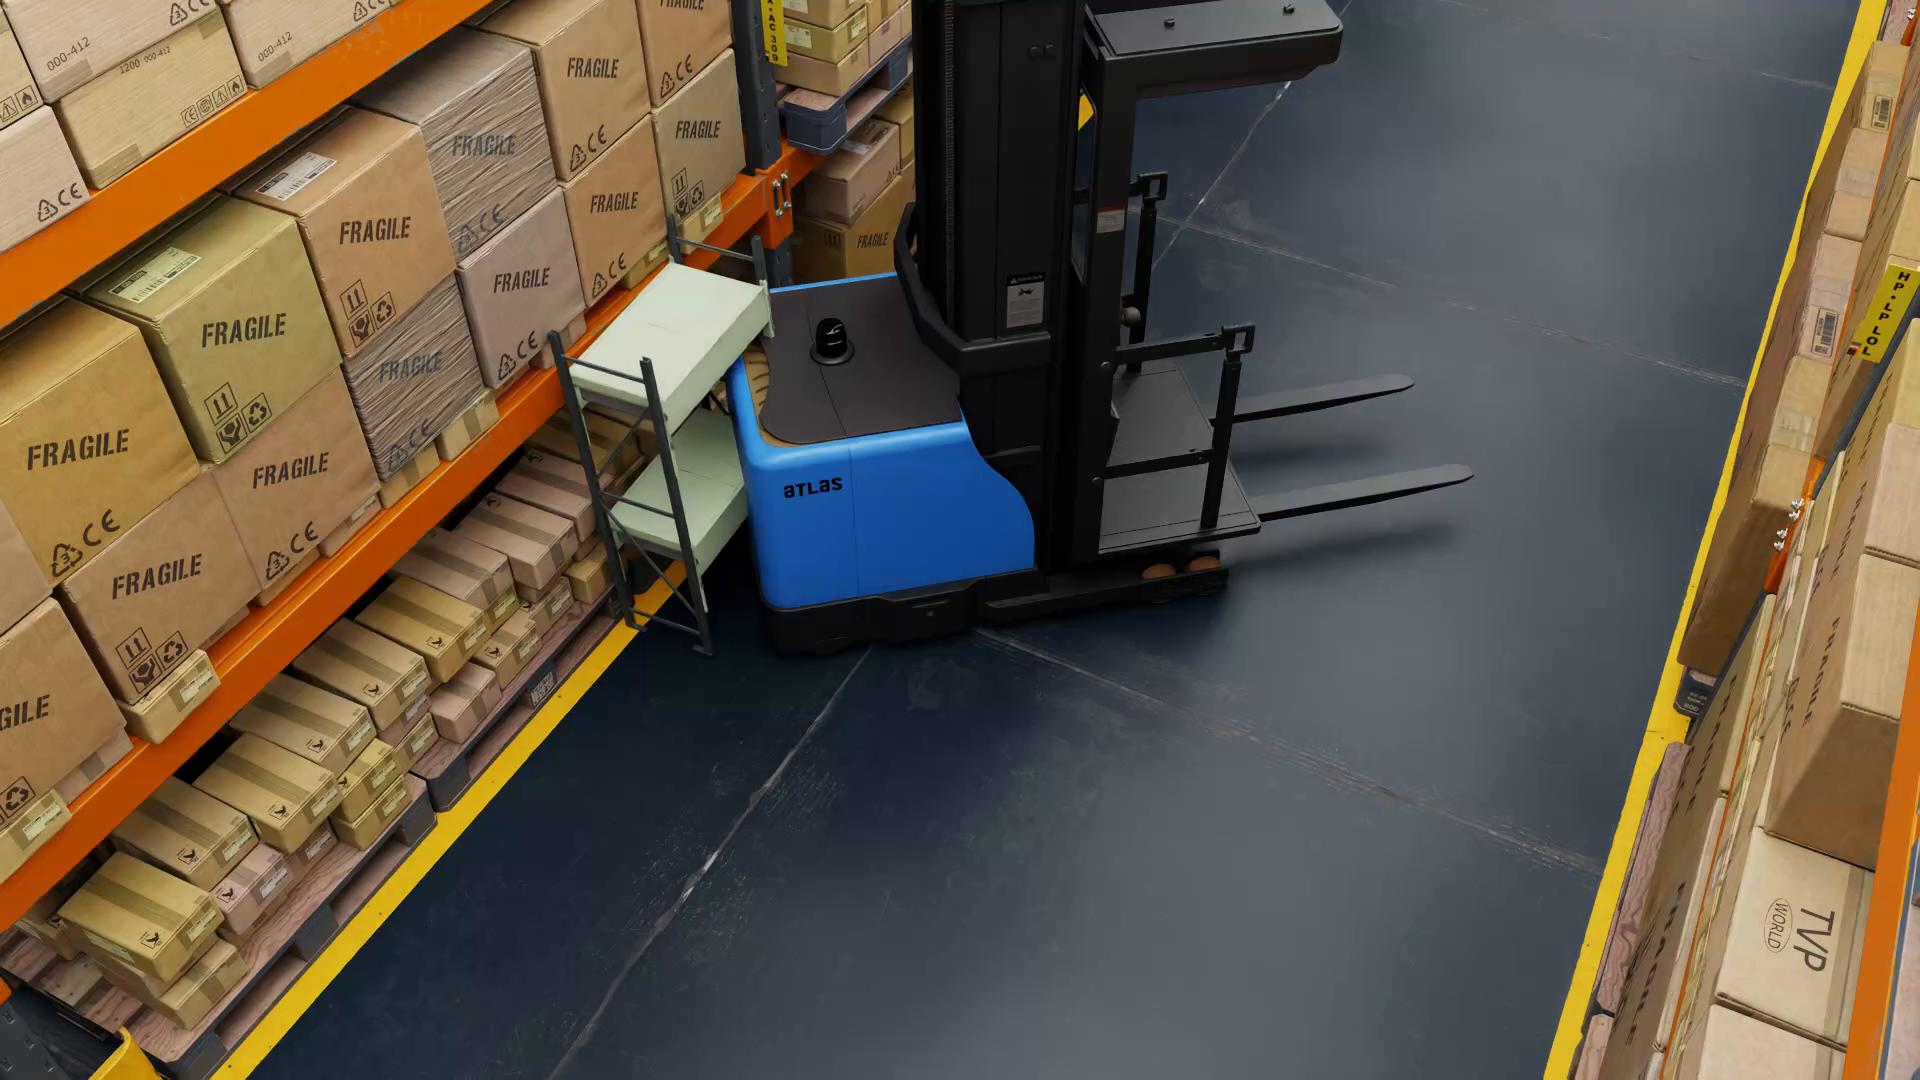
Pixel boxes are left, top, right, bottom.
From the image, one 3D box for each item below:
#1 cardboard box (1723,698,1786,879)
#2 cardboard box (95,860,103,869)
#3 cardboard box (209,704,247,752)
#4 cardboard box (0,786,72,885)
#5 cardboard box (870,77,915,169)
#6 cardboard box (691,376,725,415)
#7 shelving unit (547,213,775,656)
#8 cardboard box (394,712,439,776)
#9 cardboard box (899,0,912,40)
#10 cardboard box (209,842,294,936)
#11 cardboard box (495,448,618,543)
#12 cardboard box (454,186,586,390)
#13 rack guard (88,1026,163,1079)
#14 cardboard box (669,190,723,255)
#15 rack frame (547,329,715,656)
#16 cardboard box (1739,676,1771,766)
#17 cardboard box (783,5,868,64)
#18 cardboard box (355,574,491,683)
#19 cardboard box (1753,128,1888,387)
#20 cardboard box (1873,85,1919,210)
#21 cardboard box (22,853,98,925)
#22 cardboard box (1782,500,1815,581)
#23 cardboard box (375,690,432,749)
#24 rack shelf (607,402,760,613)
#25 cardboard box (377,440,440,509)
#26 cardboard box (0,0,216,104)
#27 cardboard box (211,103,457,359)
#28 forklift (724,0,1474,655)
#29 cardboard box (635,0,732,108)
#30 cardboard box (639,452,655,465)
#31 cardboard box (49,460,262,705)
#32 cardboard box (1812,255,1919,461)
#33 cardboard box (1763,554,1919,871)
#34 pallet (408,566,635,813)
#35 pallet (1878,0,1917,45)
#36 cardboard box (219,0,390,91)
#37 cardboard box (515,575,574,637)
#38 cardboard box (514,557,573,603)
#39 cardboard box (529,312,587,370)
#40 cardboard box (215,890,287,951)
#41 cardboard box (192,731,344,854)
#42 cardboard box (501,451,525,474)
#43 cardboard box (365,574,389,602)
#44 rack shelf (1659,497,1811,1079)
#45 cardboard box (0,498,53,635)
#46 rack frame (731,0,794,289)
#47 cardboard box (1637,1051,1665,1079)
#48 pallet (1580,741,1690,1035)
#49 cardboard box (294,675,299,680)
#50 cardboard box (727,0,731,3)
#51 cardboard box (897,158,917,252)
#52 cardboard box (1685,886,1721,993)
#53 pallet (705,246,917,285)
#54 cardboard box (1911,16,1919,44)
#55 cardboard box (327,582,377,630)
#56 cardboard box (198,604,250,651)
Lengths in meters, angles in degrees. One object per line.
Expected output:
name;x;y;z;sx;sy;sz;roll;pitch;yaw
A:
cardboard box;2.240;0.698;4.127;0.500;0.250;0.500;22;49;20
cardboard box;-2.953;0.978;5.664;0.380;0.149;0.250;22;49;20
cardboard box;-2.594;0.579;5.848;0.380;0.149;0.250;20;49;19
cardboard box;-2.601;0.712;4.394;0.380;0.149;0.250;20;49;19
cardboard box;-0.363;-2.048;7.880;0.500;0.250;0.500;22;49;20
cardboard box;-1.203;-0.671;6.875;0.380;0.149;0.250;21;49;20
shelving unit;-1.023;-0.368;6.301;0.431;1.500;0.755;17;49;18
cardboard box;-2.107;0.682;5.956;0.380;0.149;0.250;21;49;19
cardboard box;-0.352;-2.289;7.065;0.380;0.149;0.250;21;49;19
cardboard box;-2.394;1.070;5.363;0.380;0.149;0.250;20;49;19
cardboard box;-1.546;-0.173;6.383;0.380;0.149;0.250;18;48;17
cardboard box;-1.634;-0.903;5.534;0.500;0.500;0.500;20;49;19
rack guard;-3.007;1.550;5.146;1.175;0.500;0.348;20;49;19
cardboard box;-1.134;-1.257;6.340;0.380;0.149;0.250;19;48;18
rack frame;-1.178;-0.126;6.074;0.400;1.500;0.023;17;49;18
cardboard box;2.365;0.563;4.541;0.380;0.149;0.250;19;48;18
cardboard box;-0.595;-2.061;6.630;0.380;0.149;0.250;21;49;20
cardboard box;-1.905;0.311;5.904;0.380;0.149;0.250;21;49;20
cardboard box;4.258;-1.033;7.141;1.225;0.875;0.875;21;49;19
cardboard box;3.845;-1.474;6.308;0.500;0.500;0.500;21;49;19
cardboard box;-3.050;1.042;5.391;0.380;0.149;0.250;19;48;18
cardboard box;2.729;0.065;5.033;0.380;0.149;0.250;21;49;19
cardboard box;-2.105;0.562;5.865;0.380;0.149;0.250;18;48;17
rack shelf;-1.013;-0.142;6.535;0.431;0.370;0.720;17;49;18
cardboard box;-1.922;-0.288;5.382;0.380;0.149;0.250;22;49;20
cardboard box;-2.122;-1.292;3.843;0.500;0.250;0.500;21;49;19
cardboard box;-1.875;-0.930;4.857;0.500;0.500;0.500;19;48;18
forklift;0.612;-1.132;6.088;3.031;2.935;1.130;-9;46;-9
cardboard box;-1.164;-1.906;5.823;0.500;0.500;0.500;19;48;18
cardboard box;-1.273;-0.398;6.814;0.380;0.149;0.250;19;48;18
cardboard box;-2.363;0.042;4.600;0.500;0.500;0.500;21;49;19
cardboard box;3.136;-0.519;5.364;0.500;0.500;0.500;21;49;19
cardboard box;2.239;0.440;3.856;0.500;0.500;0.500;19;48;18
pallet;-2.031;0.386;6.500;1.003;0.211;1.213;20;49;19
pallet;5.949;-2.896;9.744;1.003;0.211;1.213;20;49;19
cardboard box;-1.882;-1.461;4.362;0.500;0.250;0.500;20;49;19
cardboard box;-1.727;0.208;6.425;0.380;0.149;0.250;21;49;20
cardboard box;-1.720;0.057;6.365;0.380;0.149;0.250;18;48;17
cardboard box;-1.552;-0.773;5.861;0.380;0.149;0.250;18;48;17
cardboard box;-2.466;1.157;5.486;0.380;0.149;0.250;20;49;19
cardboard box;-2.246;0.817;5.404;0.380;0.149;0.250;20;49;19
cardboard box;-1.884;-0.404;6.821;0.380;0.149;0.250;18;48;17
cardboard box;-2.343;0.046;6.375;0.380;0.149;0.250;21;49;19
rack shelf;2.233;1.413;4.030;1.077;0.370;4.000;20;49;19
cardboard box;-2.599;0.033;3.906;0.500;0.500;0.500;20;49;19
rack frame;-1.185;-1.801;6.701;1.000;3.000;0.127;20;49;19
cardboard box;1.953;2.017;4.126;0.875;0.875;0.875;20;49;19
pallet;2.739;1.334;5.563;1.003;0.211;1.213;20;49;19
cardboard box;-2.588;0.499;6.137;0.380;0.149;0.250;18;48;17
cardboard box;-1.175;-2.280;6.847;0.380;0.149;0.250;22;49;20
cardboard box;-0.363;-1.781;8.144;0.500;0.500;0.500;23;50;21
cardboard box;2.007;1.048;4.062;0.380;0.149;0.250;19;48;18
pallet;-0.825;-1.311;8.178;1.003;0.211;1.213;20;49;19
cardboard box;4.551;-2.438;7.260;0.500;0.500;0.500;22;49;20
cardboard box;-2.373;0.144;6.070;0.380;0.149;0.250;19;48;18
cardboard box;-2.349;0.177;4.922;0.380;0.149;0.250;23;50;21
